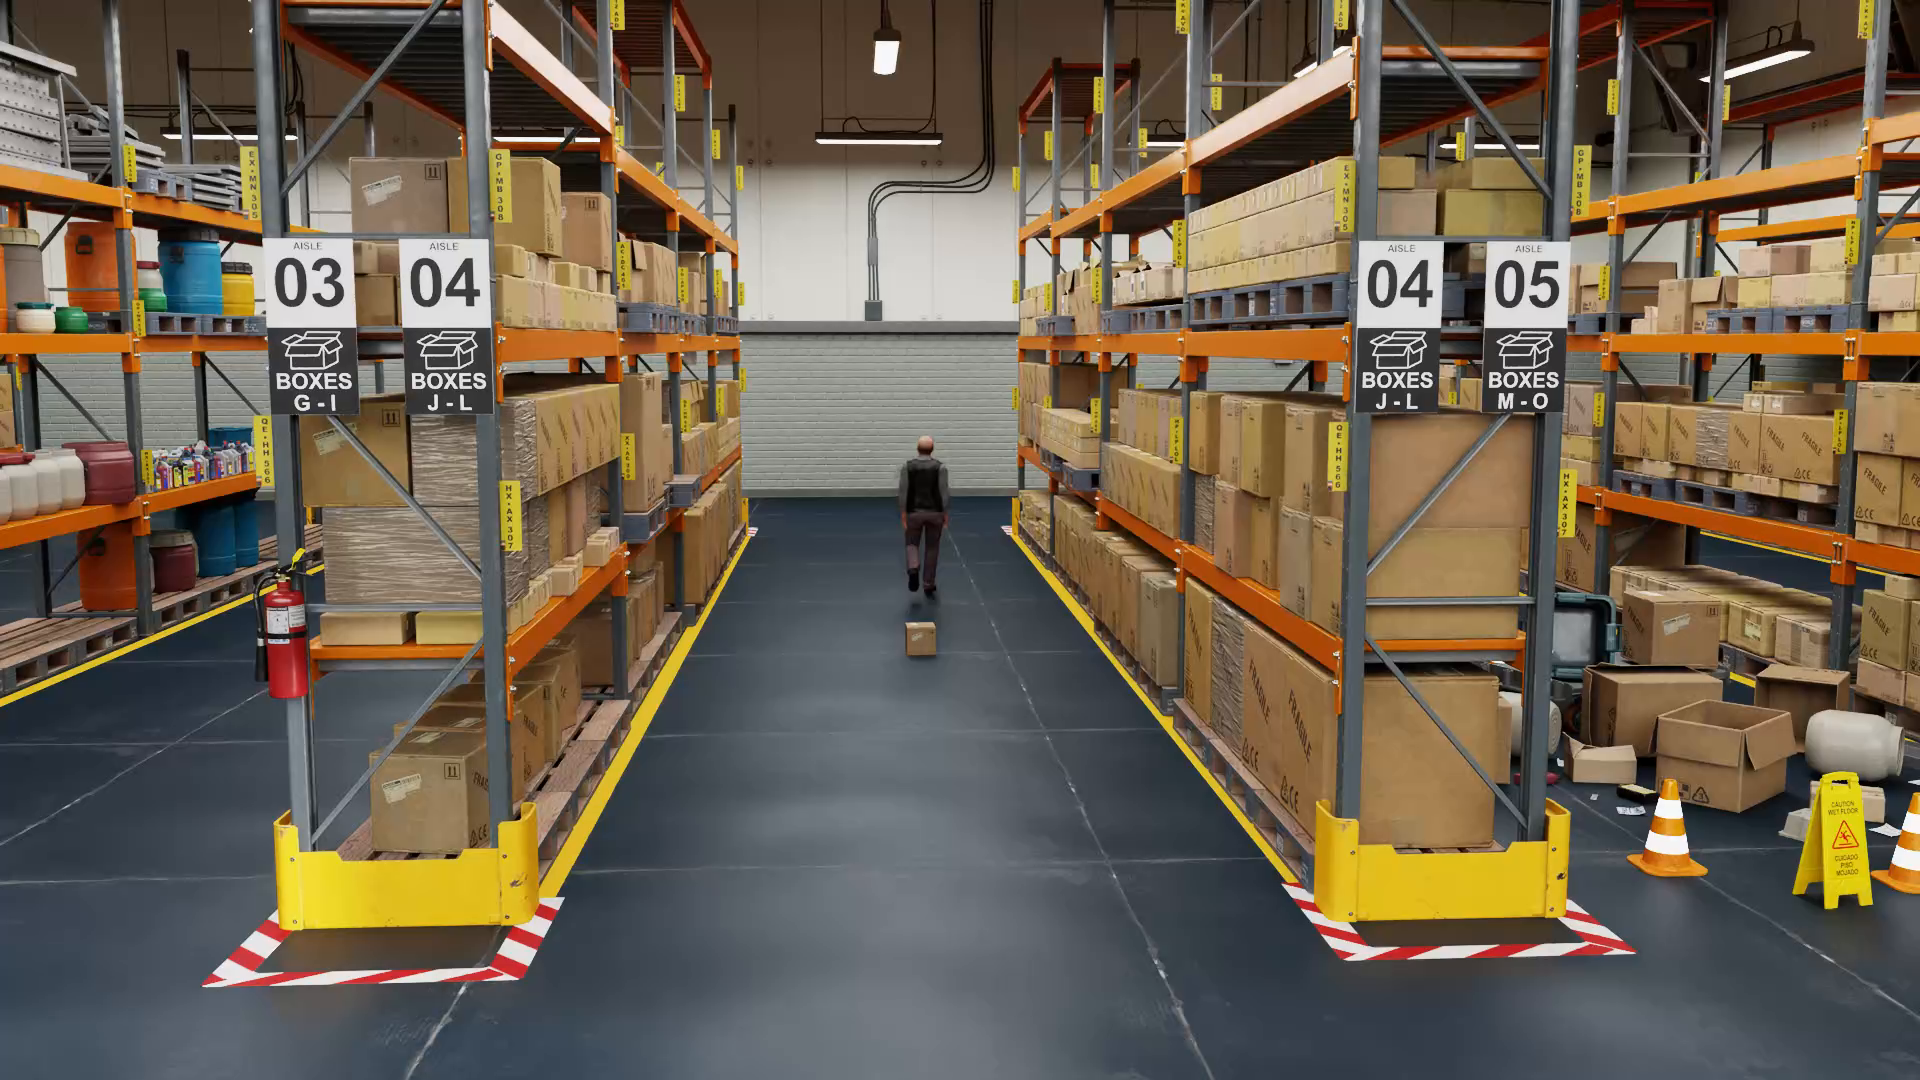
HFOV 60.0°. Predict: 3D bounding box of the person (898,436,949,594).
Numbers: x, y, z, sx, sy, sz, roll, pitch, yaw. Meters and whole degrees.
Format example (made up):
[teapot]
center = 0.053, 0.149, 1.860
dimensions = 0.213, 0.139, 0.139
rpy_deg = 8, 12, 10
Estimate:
[person]
center = -0.390, -0.267, 17.917
dimensions = 0.540, 1.709, 0.551
rpy_deg = 0, 7, 3
